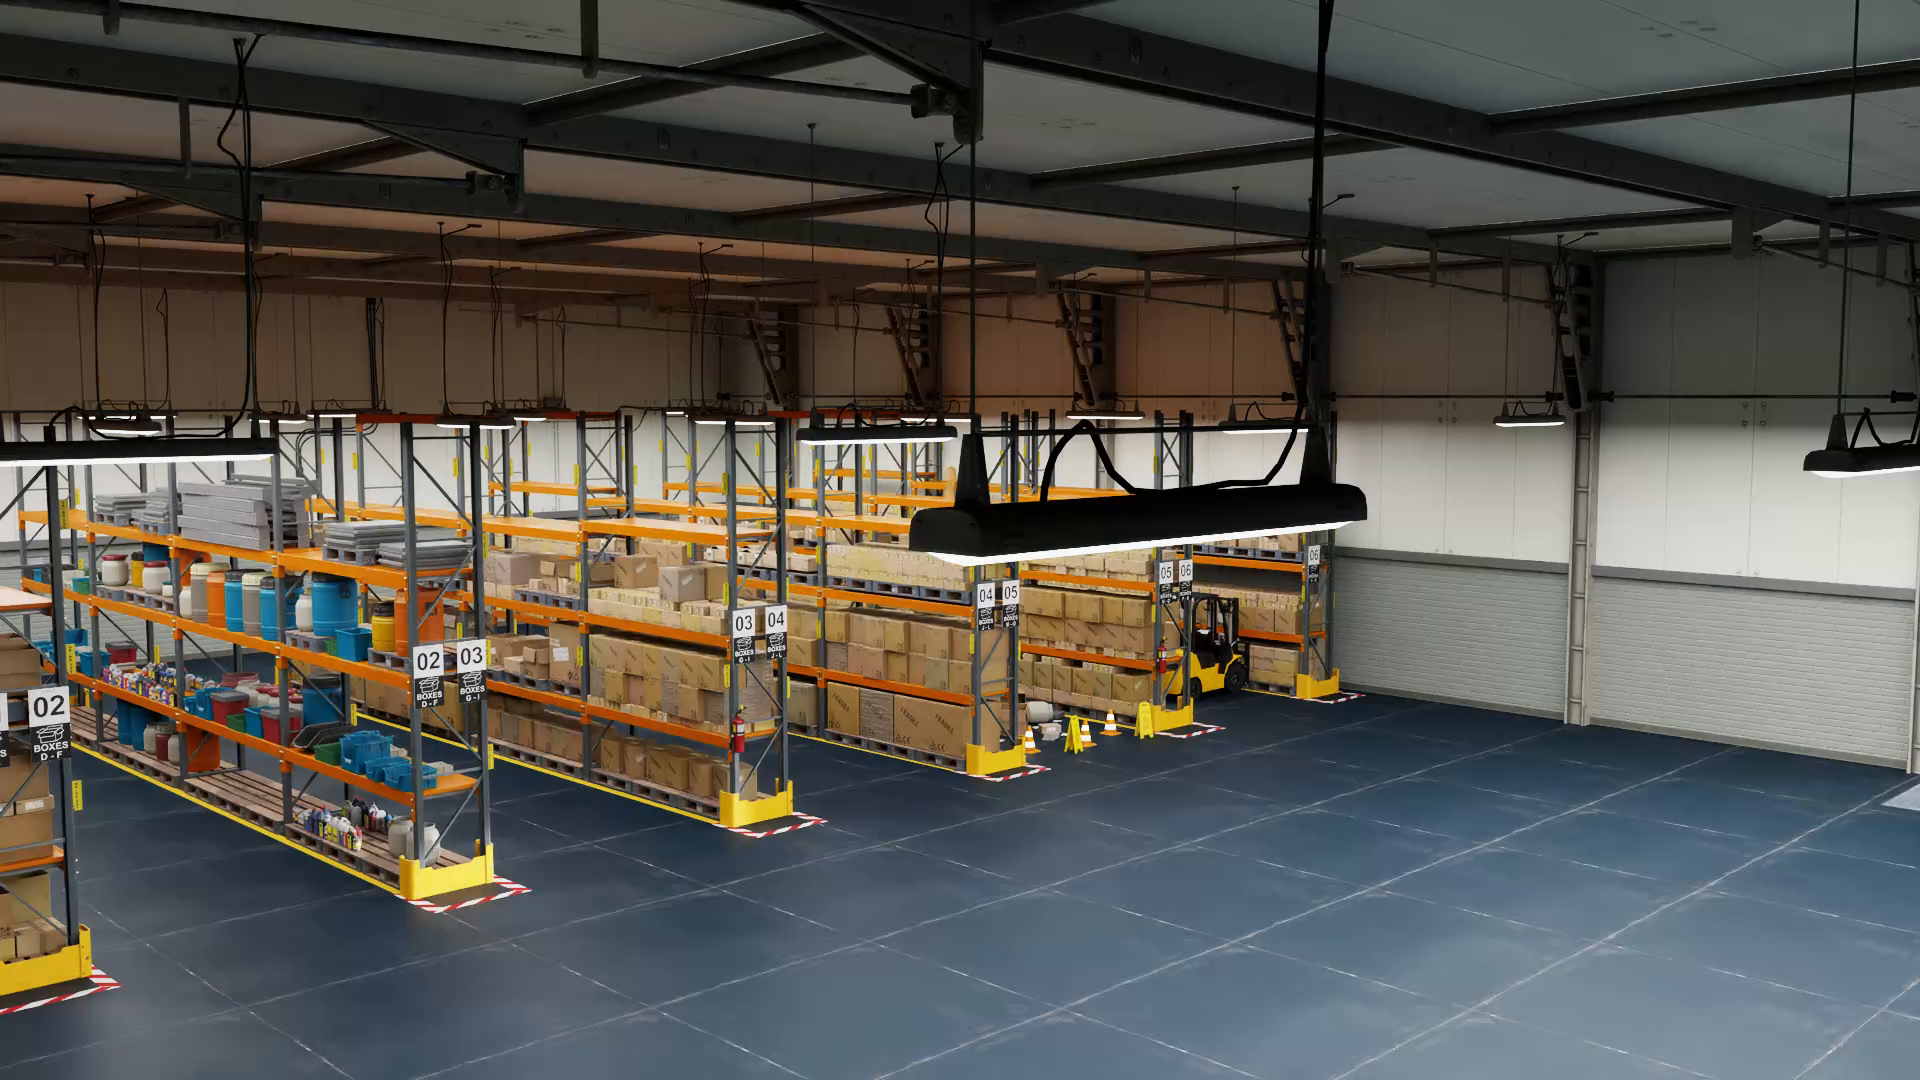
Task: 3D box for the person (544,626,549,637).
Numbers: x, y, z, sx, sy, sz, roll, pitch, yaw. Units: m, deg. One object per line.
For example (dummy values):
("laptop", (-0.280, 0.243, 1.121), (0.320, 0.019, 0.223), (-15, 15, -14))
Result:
("person", (-9.914, 2.006, 40.703), (0.792, 1.696, 0.605), (-4, 6, -39))
